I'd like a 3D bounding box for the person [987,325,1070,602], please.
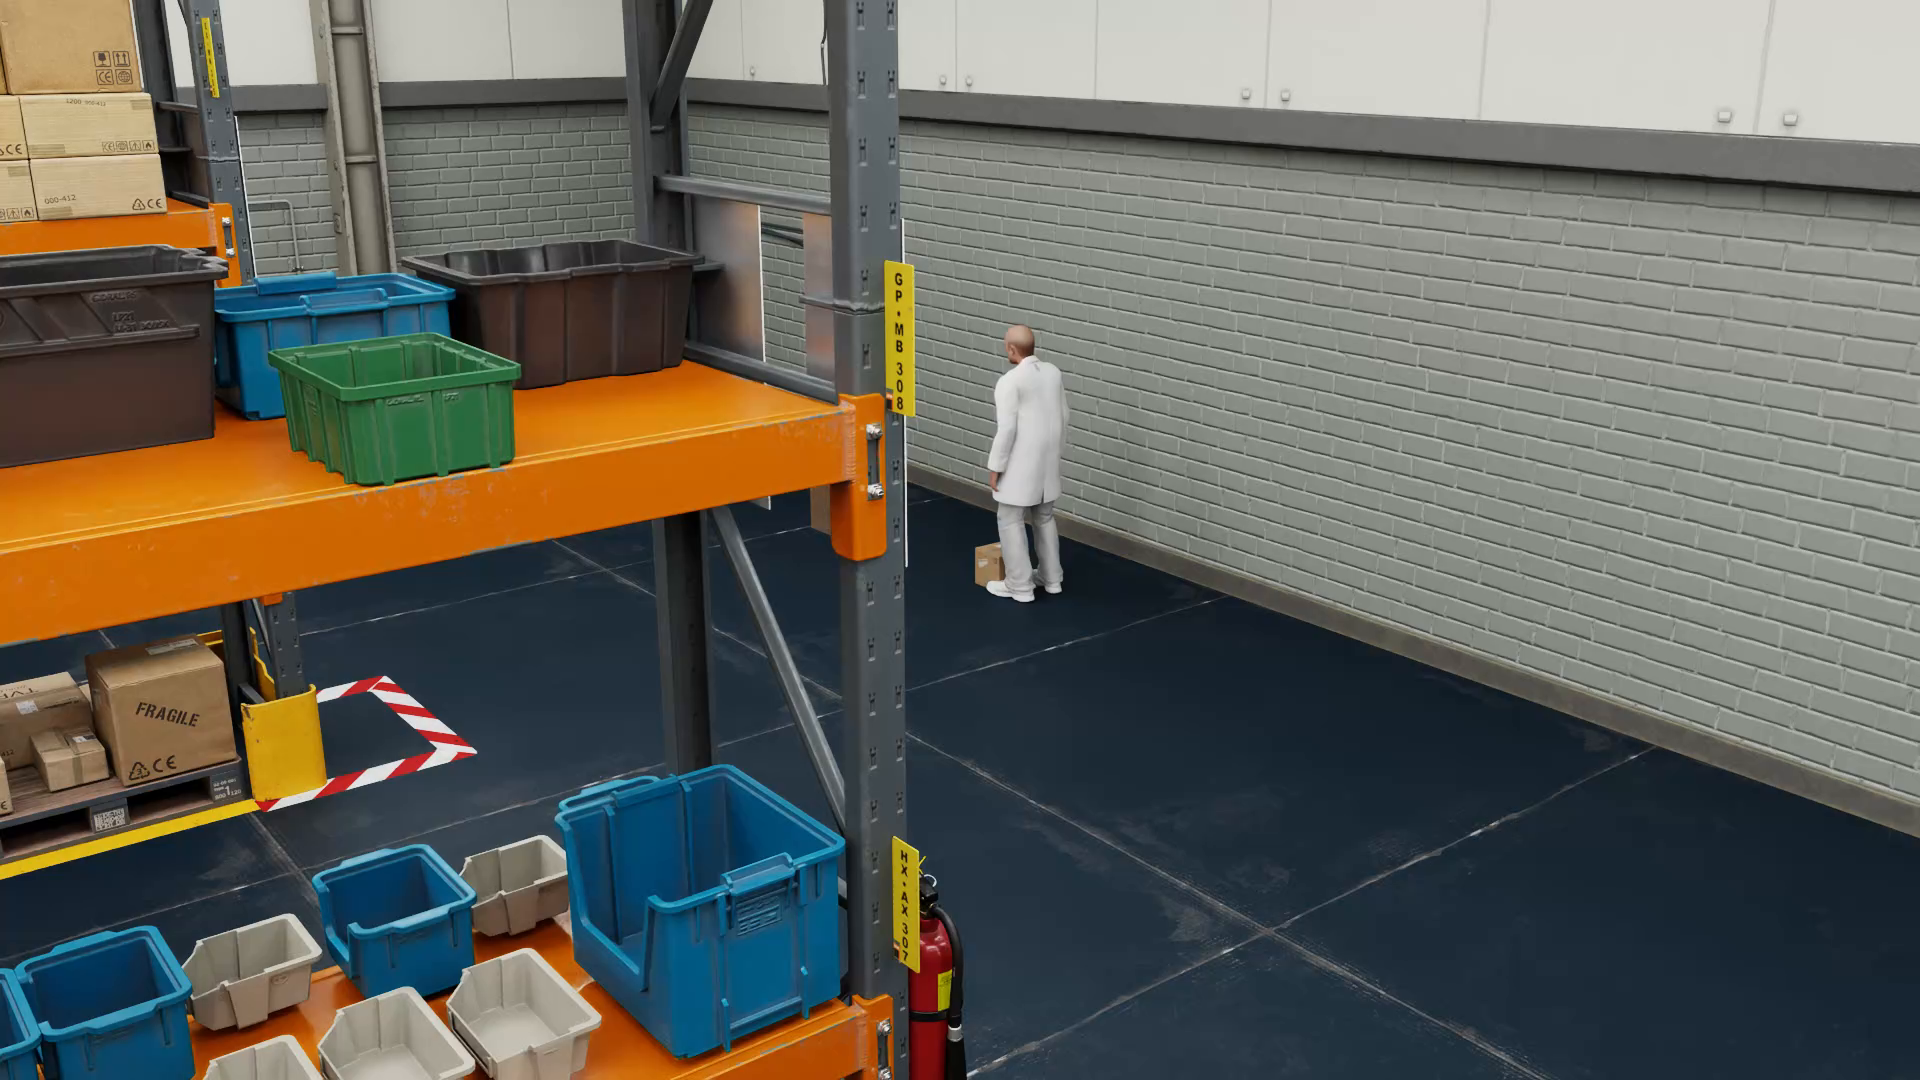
[{"bbox_3d":[0.426,-0.492,10.646,0.649,1.772,0.429,-15,23,-40],"label":"person"}]
